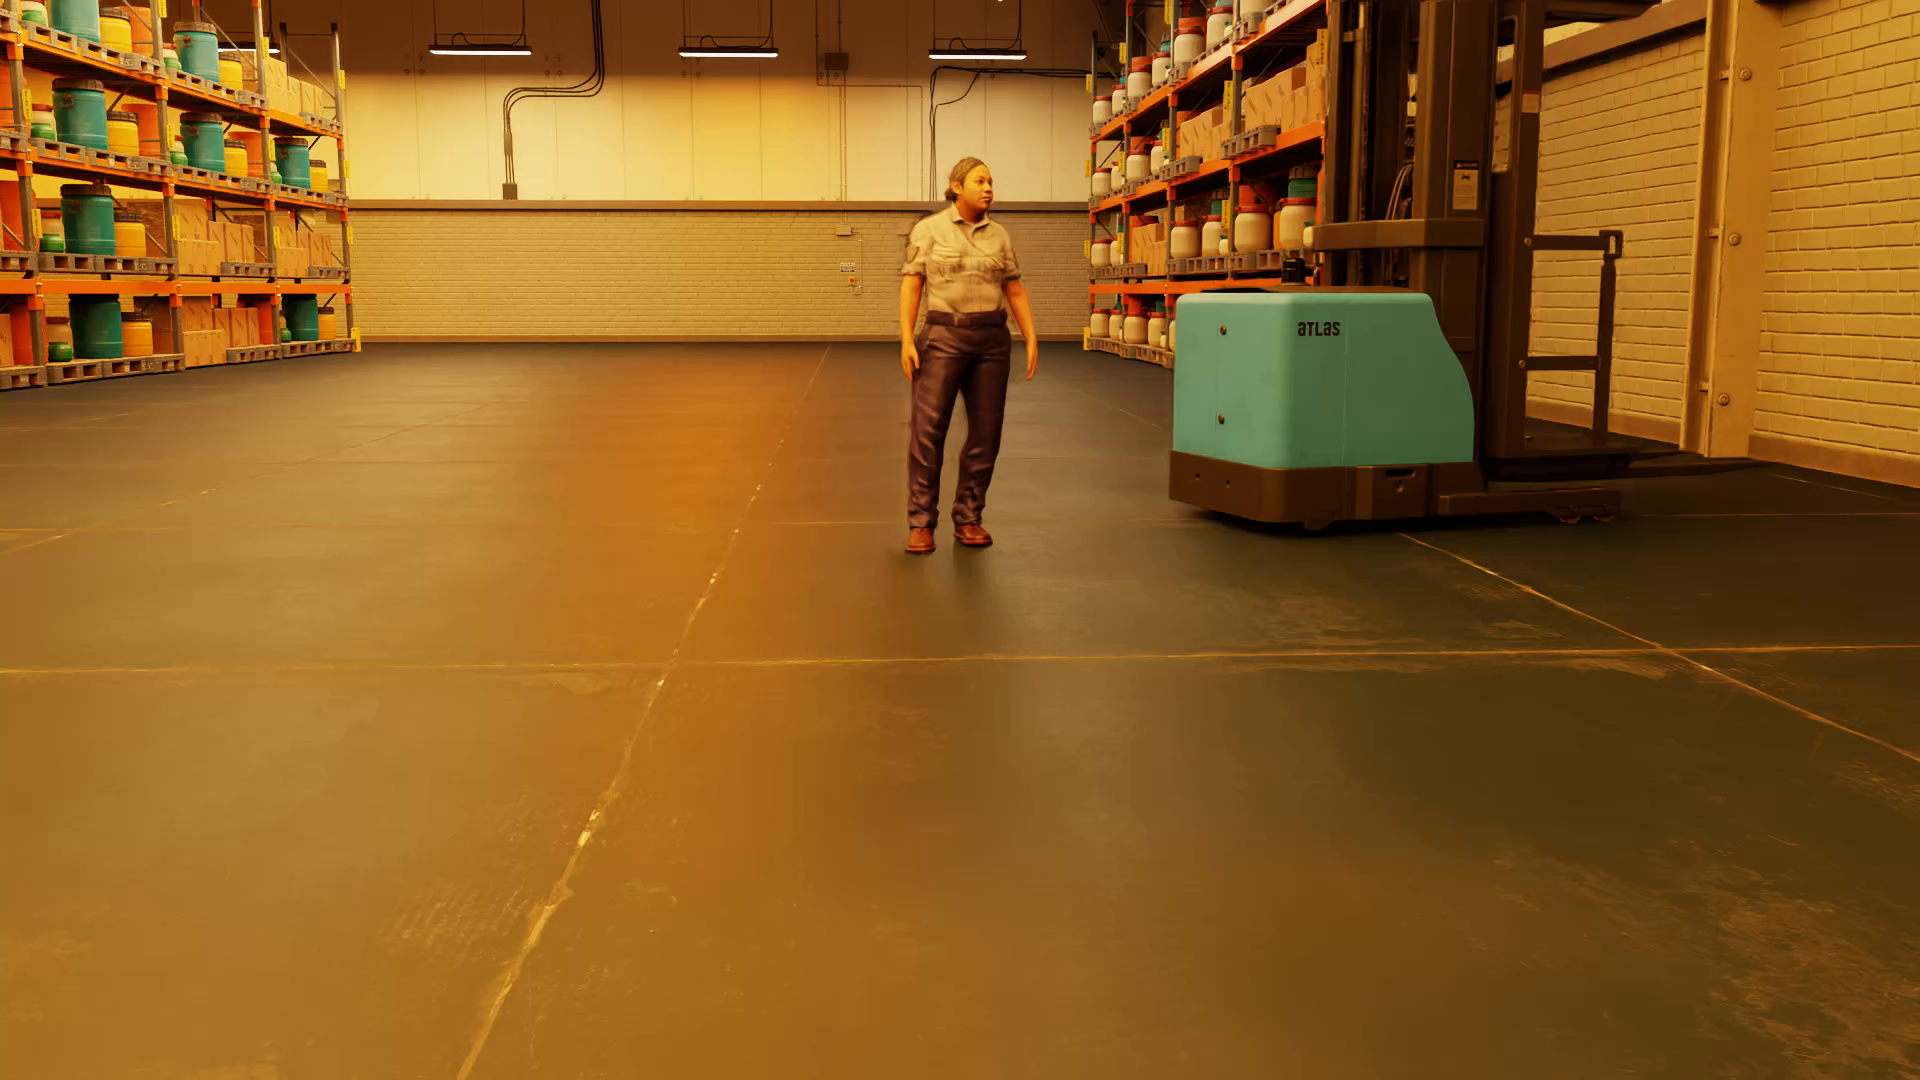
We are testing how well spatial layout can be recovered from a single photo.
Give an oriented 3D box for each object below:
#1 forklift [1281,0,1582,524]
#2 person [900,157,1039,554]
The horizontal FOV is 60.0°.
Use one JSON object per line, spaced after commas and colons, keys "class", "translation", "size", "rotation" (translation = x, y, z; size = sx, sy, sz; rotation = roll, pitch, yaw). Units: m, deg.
{"class": "forklift", "translation": [2.605, -1.593, 8.062], "size": [3.031, 2.935, 1.121], "rotation": [-3, 9, -19]}
{"class": "person", "translation": [0.025, -0.797, 7.092], "size": [0.647, 1.649, 0.438], "rotation": [-3, 9, -22]}
